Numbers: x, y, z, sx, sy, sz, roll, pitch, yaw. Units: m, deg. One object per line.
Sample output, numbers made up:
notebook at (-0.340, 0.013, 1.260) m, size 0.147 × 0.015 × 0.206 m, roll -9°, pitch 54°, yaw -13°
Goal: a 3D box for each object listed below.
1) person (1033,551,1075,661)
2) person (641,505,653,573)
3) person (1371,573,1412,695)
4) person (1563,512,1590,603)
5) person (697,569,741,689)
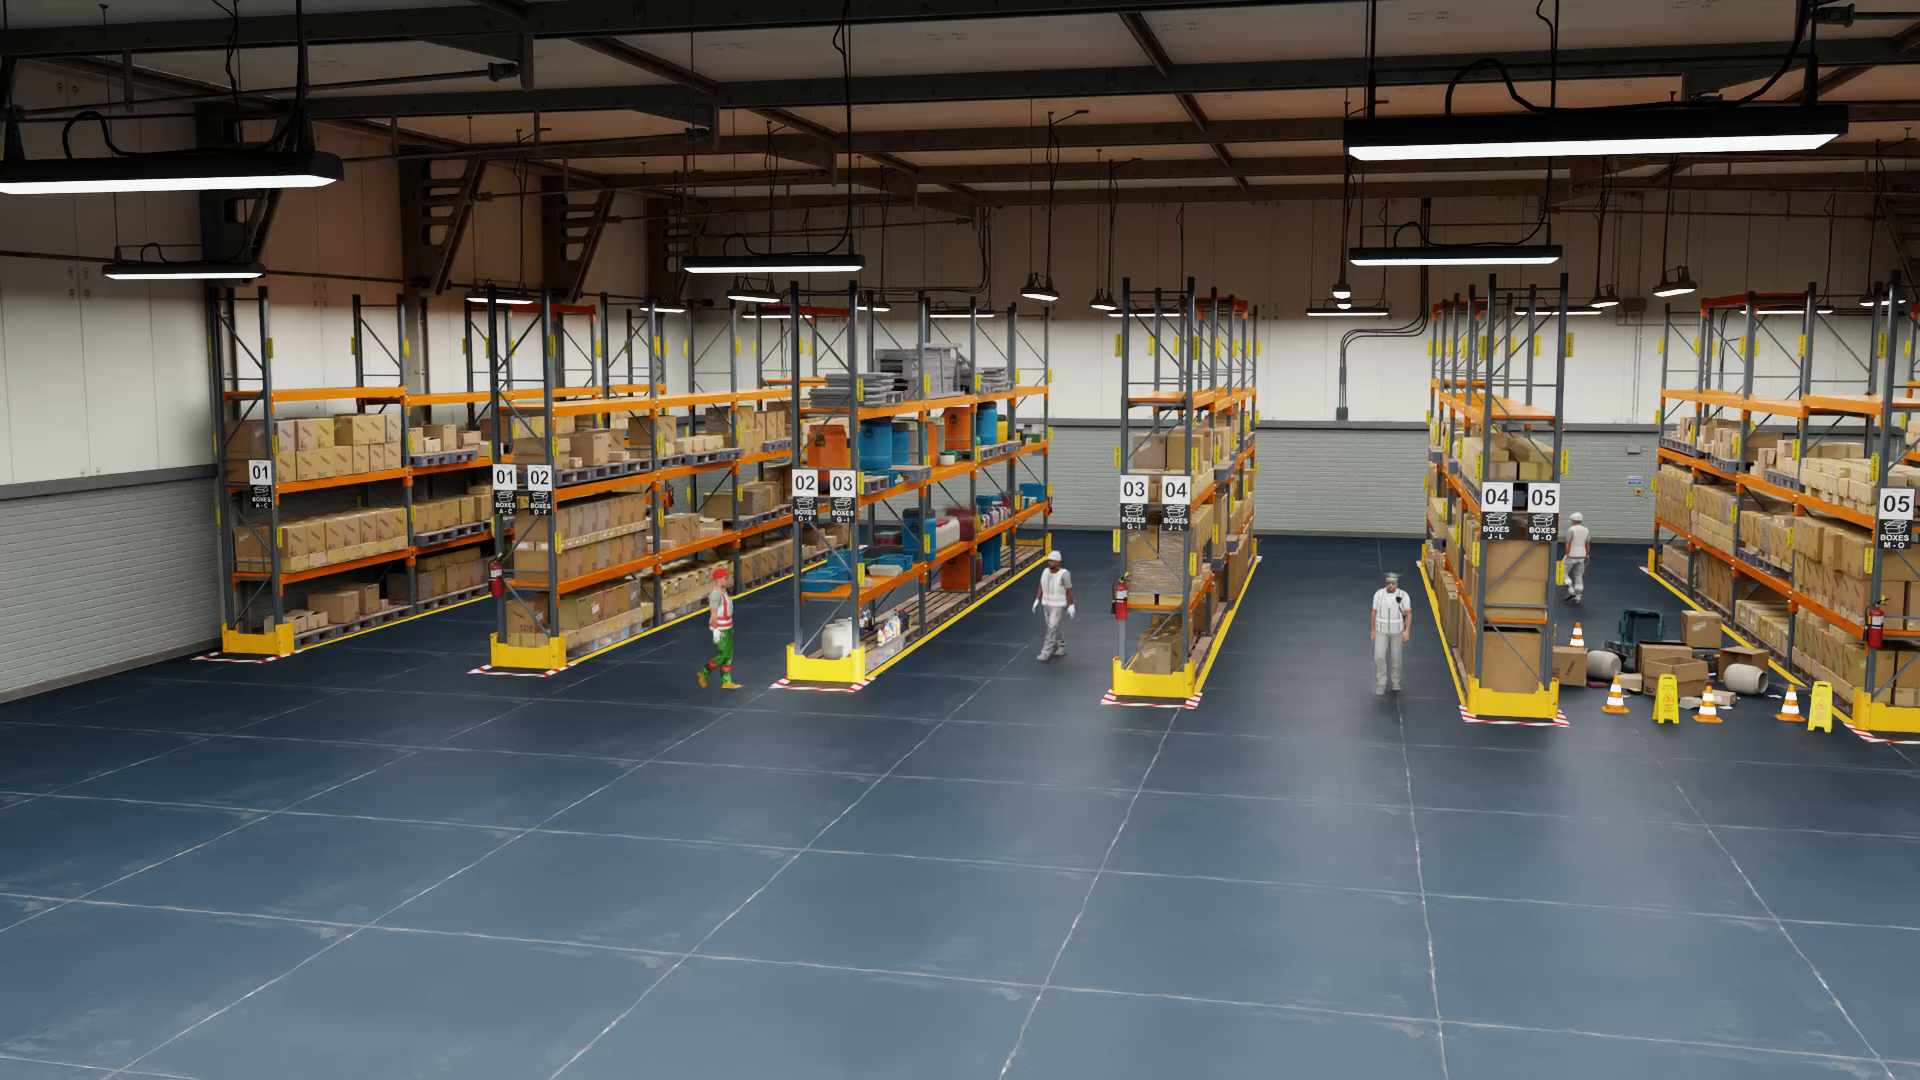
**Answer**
person at (1.449, 1.048, 26.773) m, size 0.991 × 1.727 × 0.609 m, roll -6°, pitch 9°, yaw -44°
person at (-6.691, 0.100, 35.442) m, size 0.531 × 1.664 × 0.483 m, roll 3°, pitch 7°, yaw 27°
person at (6.289, 1.370, 24.282) m, size 0.581 × 1.801 × 0.572 m, roll 2°, pitch 7°, yaw 20°
person at (12.150, 0.350, 32.790) m, size 0.602 × 1.791 × 0.467 m, roll -2°, pitch 7°, yaw -14°
person at (-3.538, 1.307, 24.383) m, size 0.617 × 1.785 × 0.554 m, roll 1°, pitch 7°, yaw 8°
